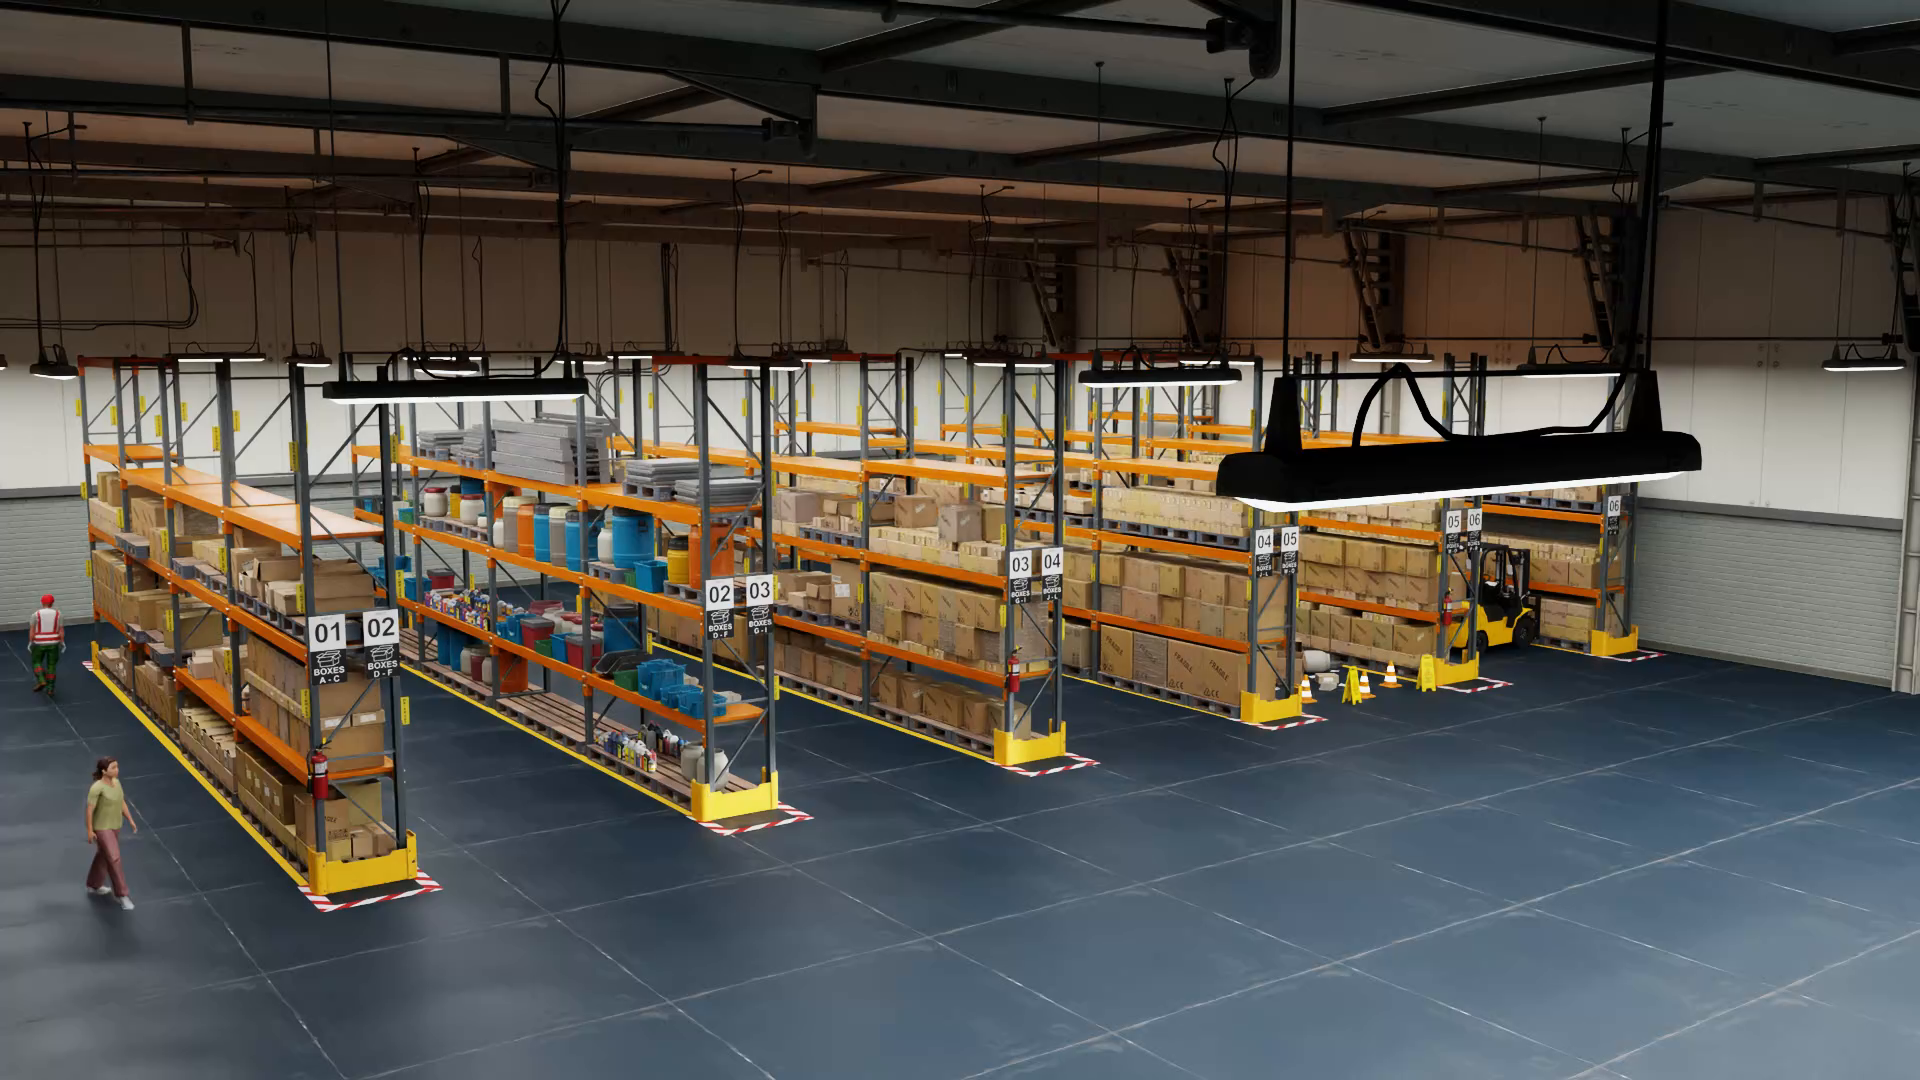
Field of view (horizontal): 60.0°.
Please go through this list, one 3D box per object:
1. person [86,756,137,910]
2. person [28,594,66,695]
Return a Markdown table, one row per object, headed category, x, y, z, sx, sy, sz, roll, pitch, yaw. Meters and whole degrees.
| category | x | y | z | sx | sy | sz | roll | pitch | yaw |
| --- | --- | --- | --- | --- | --- | --- | --- | --- | --- |
| person | -9.564 | 3.262 | 18.700 | 0.860 | 1.681 | 0.510 | 3 | 7 | 20 |
| person | -16.231 | 1.858 | 29.563 | 0.595 | 1.785 | 0.472 | -4 | 8 | -31 |
